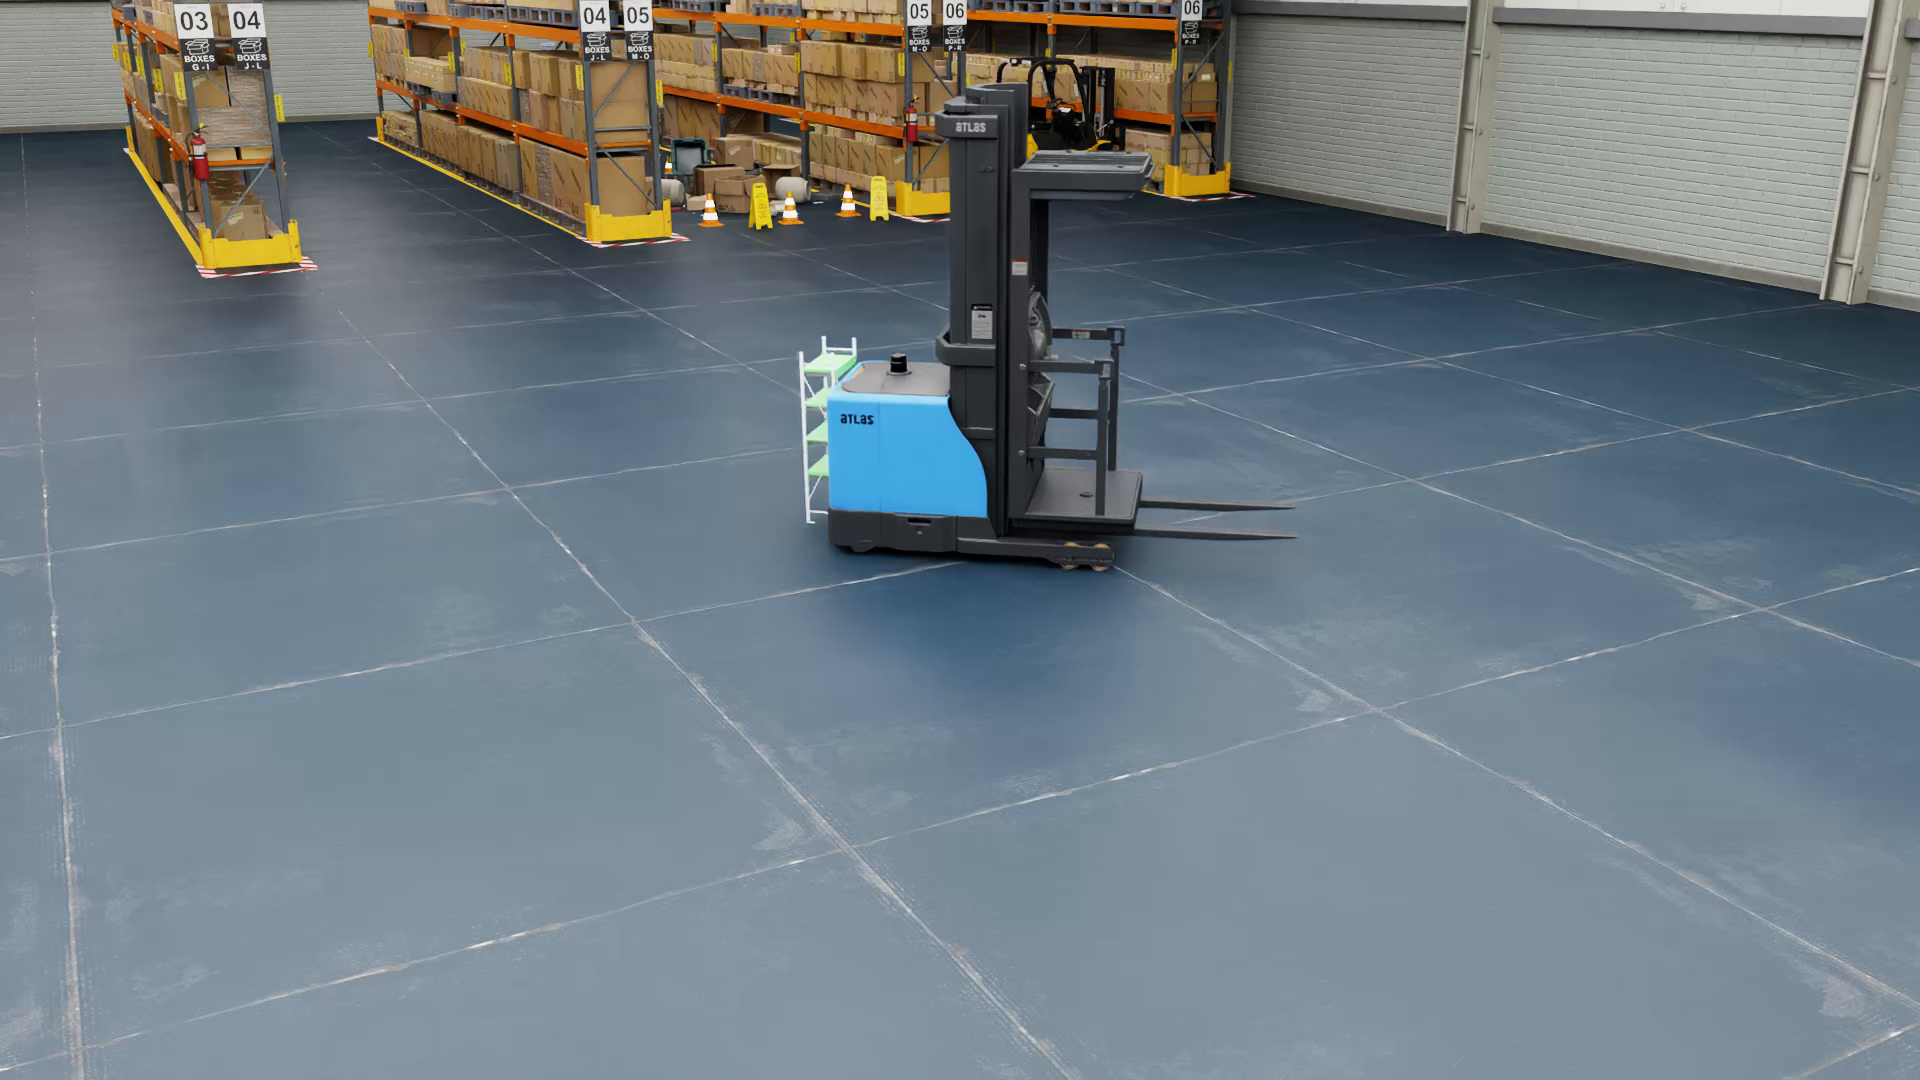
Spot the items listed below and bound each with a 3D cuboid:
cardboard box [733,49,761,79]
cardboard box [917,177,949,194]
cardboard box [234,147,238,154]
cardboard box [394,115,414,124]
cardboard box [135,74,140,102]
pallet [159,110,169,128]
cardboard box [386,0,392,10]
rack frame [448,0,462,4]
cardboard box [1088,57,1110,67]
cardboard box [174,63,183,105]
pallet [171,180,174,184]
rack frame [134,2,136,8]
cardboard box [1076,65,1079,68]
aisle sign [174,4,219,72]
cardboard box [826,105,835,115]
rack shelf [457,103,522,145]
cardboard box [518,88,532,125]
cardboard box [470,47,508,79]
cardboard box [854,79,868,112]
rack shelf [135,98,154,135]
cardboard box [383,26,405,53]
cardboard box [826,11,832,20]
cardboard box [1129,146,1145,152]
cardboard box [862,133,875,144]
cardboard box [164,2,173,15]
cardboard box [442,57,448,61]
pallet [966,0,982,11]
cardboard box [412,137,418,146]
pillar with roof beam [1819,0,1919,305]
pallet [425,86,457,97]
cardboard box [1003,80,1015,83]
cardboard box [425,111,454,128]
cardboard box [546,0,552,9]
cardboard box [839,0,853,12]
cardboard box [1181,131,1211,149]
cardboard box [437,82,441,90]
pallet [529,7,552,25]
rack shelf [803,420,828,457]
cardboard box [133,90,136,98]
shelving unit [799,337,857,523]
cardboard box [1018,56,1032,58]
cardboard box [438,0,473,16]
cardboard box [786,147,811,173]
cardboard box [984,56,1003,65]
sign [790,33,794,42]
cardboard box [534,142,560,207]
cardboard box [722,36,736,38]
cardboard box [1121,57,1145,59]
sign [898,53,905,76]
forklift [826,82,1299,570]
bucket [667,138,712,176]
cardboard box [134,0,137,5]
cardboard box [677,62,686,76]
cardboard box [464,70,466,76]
[{"bbox_3d":[-3.914,-8.876,31.002,0.500,0.500,0.500,-9,21,-24],"label":"cardboard box"},{"bbox_3d":[-0.518,-5.680,26.564,0.500,0.250,0.500,-10,21,-27],"label":"cardboard box"},{"bbox_3d":[-9.370,-5.189,21.955,0.380,0.149,0.250,-10,21,-27],"label":"cardboard box"},{"bbox_3d":[-11.692,-8.858,35.019,0.380,0.149,0.250,-10,21,-26],"label":"cardboard box"},{"bbox_3d":[-14.560,-8.149,29.994,0.500,0.500,0.500,-10,21,-27],"label":"cardboard box"},{"bbox_3d":[-11.923,-6.615,25.998,1.003,0.211,1.213,-10,21,-27],"label":"pallet"},{"bbox_3d":[-11.324,-10.892,33.731,0.500,0.250,0.500,-10,22,-27],"label":"cardboard box"},{"bbox_3d":[-8.486,-10.843,28.759,1.000,3.000,0.127,-10,21,-27],"label":"rack frame"},{"bbox_3d":[2.490,-8.489,29.529,0.380,0.149,0.250,-10,22,-28],"label":"cardboard box"},{"bbox_3d":[-9.821,-5.894,21.472,0.500,0.500,0.500,-10,21,-27],"label":"cardboard box"},{"bbox_3d":[-13.207,-6.188,28.740,1.003,0.211,1.213,-10,21,-27],"label":"pallet"},{"bbox_3d":[-12.899,-10.104,26.617,1.000,3.000,0.127,-10,21,-27],"label":"rack frame"},{"bbox_3d":[2.281,-8.502,30.023,0.380,0.149,0.250,-10,21,-27],"label":"cardboard box"},{"bbox_3d":[-9.334,-6.136,20.330,0.394,0.787,0.004,-10,21,-27],"label":"aisle sign"},{"bbox_3d":[-2.005,-7.183,27.736,0.380,0.149,0.250,-9,21,-25],"label":"cardboard box"},{"bbox_3d":[-7.536,-7.093,28.192,1.077,0.370,4.000,-10,21,-27],"label":"rack shelf"},{"bbox_3d":[-6.401,-6.826,26.084,0.875,0.550,0.550,-10,21,-27],"label":"cardboard box"},{"bbox_3d":[-8.040,-8.252,28.761,0.700,0.500,0.500,-10,22,-27],"label":"cardboard box"},{"bbox_3d":[-1.347,-7.096,26.488,0.500,0.500,0.500,-10,21,-27],"label":"cardboard box"},{"bbox_3d":[-13.848,-7.502,29.377,1.077,0.370,4.000,-10,21,-27],"label":"rack shelf"},{"bbox_3d":[-11.587,-10.352,34.391,0.500,0.500,0.500,-11,22,-28],"label":"cardboard box"},{"bbox_3d":[-1.972,-8.611,27.273,0.380,0.149,0.250,-9,21,-25],"label":"cardboard box"},{"bbox_3d":[3.253,-6.648,28.605,0.500,0.250,0.500,-10,22,-27],"label":"cardboard box"},{"bbox_3d":[-1.338,-6.424,26.576,0.380,0.149,0.250,-10,21,-26],"label":"cardboard box"},{"bbox_3d":[-9.893,-6.761,21.147,0.380,0.149,0.250,-10,21,-26],"label":"cardboard box"},{"bbox_3d":[-9.894,-9.355,32.472,0.380,0.149,0.250,-11,22,-28],"label":"cardboard box"},{"bbox_3d":[0.590,-10.721,33.292,1.213,0.211,1.003,-9,21,-24],"label":"pallet"},{"bbox_3d":[-10.871,-8.066,33.636,0.380,0.149,0.250,-10,21,-26],"label":"cardboard box"},{"bbox_3d":[6.360,-6.340,15.710,9.100,9.000,0.400,-10,21,-27],"label":"pillar with roof beam"},{"bbox_3d":[-9.462,-8.479,31.398,1.003,0.211,1.213,-10,21,-27],"label":"pallet"},{"bbox_3d":[1.167,-8.749,32.117,0.500,0.250,0.500,-10,21,-26],"label":"cardboard box"},{"bbox_3d":[-10.012,-8.121,32.107,0.500,0.250,0.500,-9,21,-25],"label":"cardboard box"},{"bbox_3d":[-5.626,-7.591,23.521,0.380,0.149,0.250,-10,22,-27],"label":"cardboard box"},{"bbox_3d":[-1.589,-8.537,26.448,0.500,0.250,0.500,-10,21,-26],"label":"cardboard box"},{"bbox_3d":[3.926,-6.815,28.322,0.500,0.250,0.500,-10,22,-27],"label":"cardboard box"},{"bbox_3d":[-9.241,-8.229,30.122,0.380,0.149,0.250,-10,21,-27],"label":"cardboard box"},{"bbox_3d":[-5.632,-7.649,24.236,1.003,0.211,1.213,-10,21,-27],"label":"pallet"},{"bbox_3d":[-0.888,-0.697,11.503,0.258,0.148,0.480,4,19,13],"label":"rack shelf"},{"bbox_3d":[-15.231,-8.334,31.071,0.380,0.149,0.250,-10,21,-26],"label":"cardboard box"},{"bbox_3d":[-0.888,-0.758,11.482,0.258,1.200,0.503,4,19,13],"label":"shelving unit"},{"bbox_3d":[1.268,-9.427,32.705,0.380,0.149,0.250,-9,21,-25],"label":"cardboard box"},{"bbox_3d":[-8.980,-9.597,29.593,0.500,0.500,0.500,-10,21,-27],"label":"cardboard box"},{"bbox_3d":[-2.529,-6.761,29.512,0.950,0.372,0.625,-10,21,-26],"label":"cardboard box"},{"bbox_3d":[0.703,-9.421,32.687,0.380,0.149,0.250,-9,21,-26],"label":"cardboard box"},{"bbox_3d":[-4.087,-12.195,40.546,0.100,0.325,0.005,-10,21,-27],"label":"sign"},{"bbox_3d":[-5.918,-5.604,25.386,0.875,0.875,0.875,-10,21,-26],"label":"cardboard box"},{"bbox_3d":[-4.672,-9.794,33.230,0.500,0.500,0.500,-9,21,-25],"label":"cardboard box"},{"bbox_3d":[3.086,-8.502,29.567,0.380,0.149,0.250,-10,22,-27],"label":"cardboard box"},{"bbox_3d":[-0.876,-7.123,24.916,0.100,0.325,0.005,-10,21,-27],"label":"sign"},{"bbox_3d":[0.699,-1.379,10.633,3.031,2.935,1.130,3,19,9],"label":"forklift"},{"bbox_3d":[-4.493,-6.348,27.618,0.726,0.611,0.620,-3,9,-8],"label":"bucket"},{"bbox_3d":[-12.902,-8.795,26.502,0.500,0.500,0.500,-10,21,-26],"label":"cardboard box"},{"bbox_3d":[-5.386,-9.508,33.549,0.500,0.250,0.500,-11,22,-28],"label":"cardboard box"},{"bbox_3d":[-9.036,-8.695,31.017,0.380,0.149,0.250,-10,21,-27],"label":"cardboard box"}]
